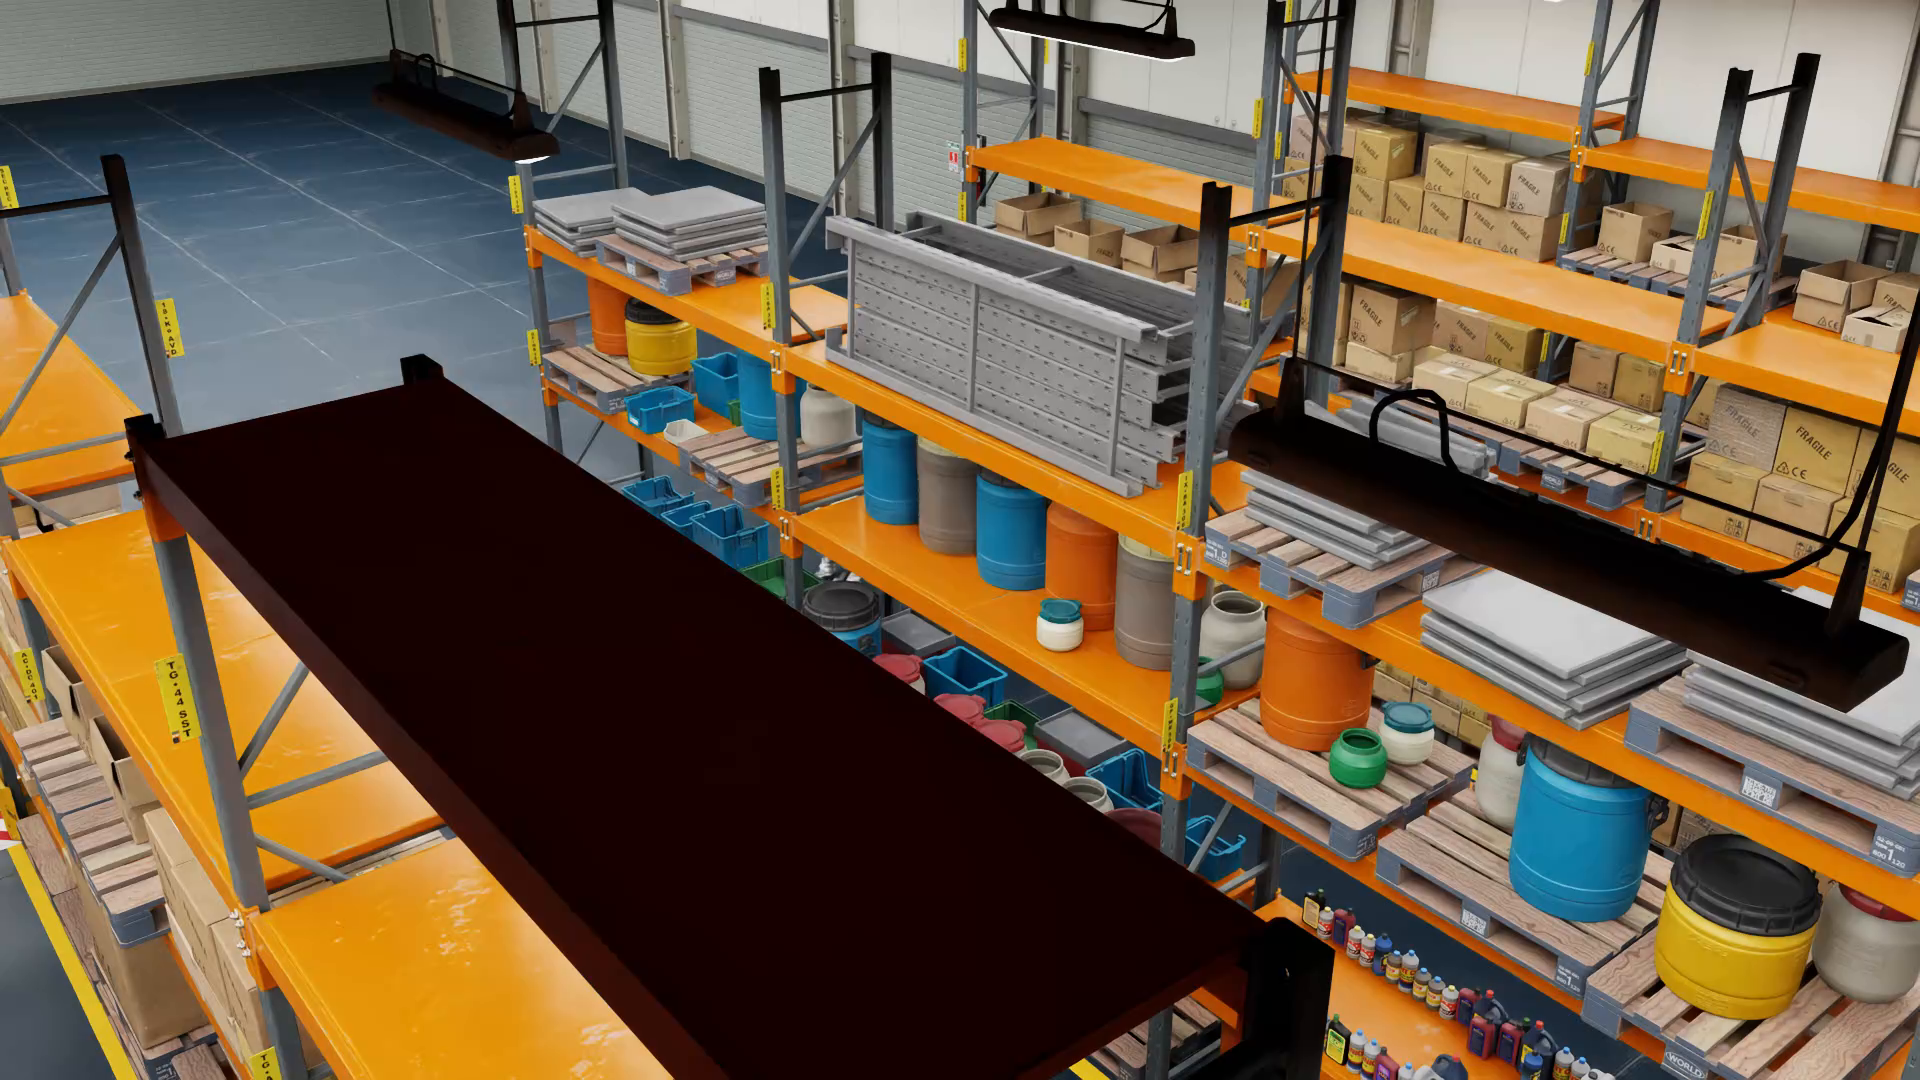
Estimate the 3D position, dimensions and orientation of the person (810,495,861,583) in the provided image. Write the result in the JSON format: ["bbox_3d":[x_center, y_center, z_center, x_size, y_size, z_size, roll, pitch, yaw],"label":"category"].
[{"bbox_3d":[-1.307,-0.334,16.955,0.586,1.837,0.565,4,26,8],"label":"person"}]
